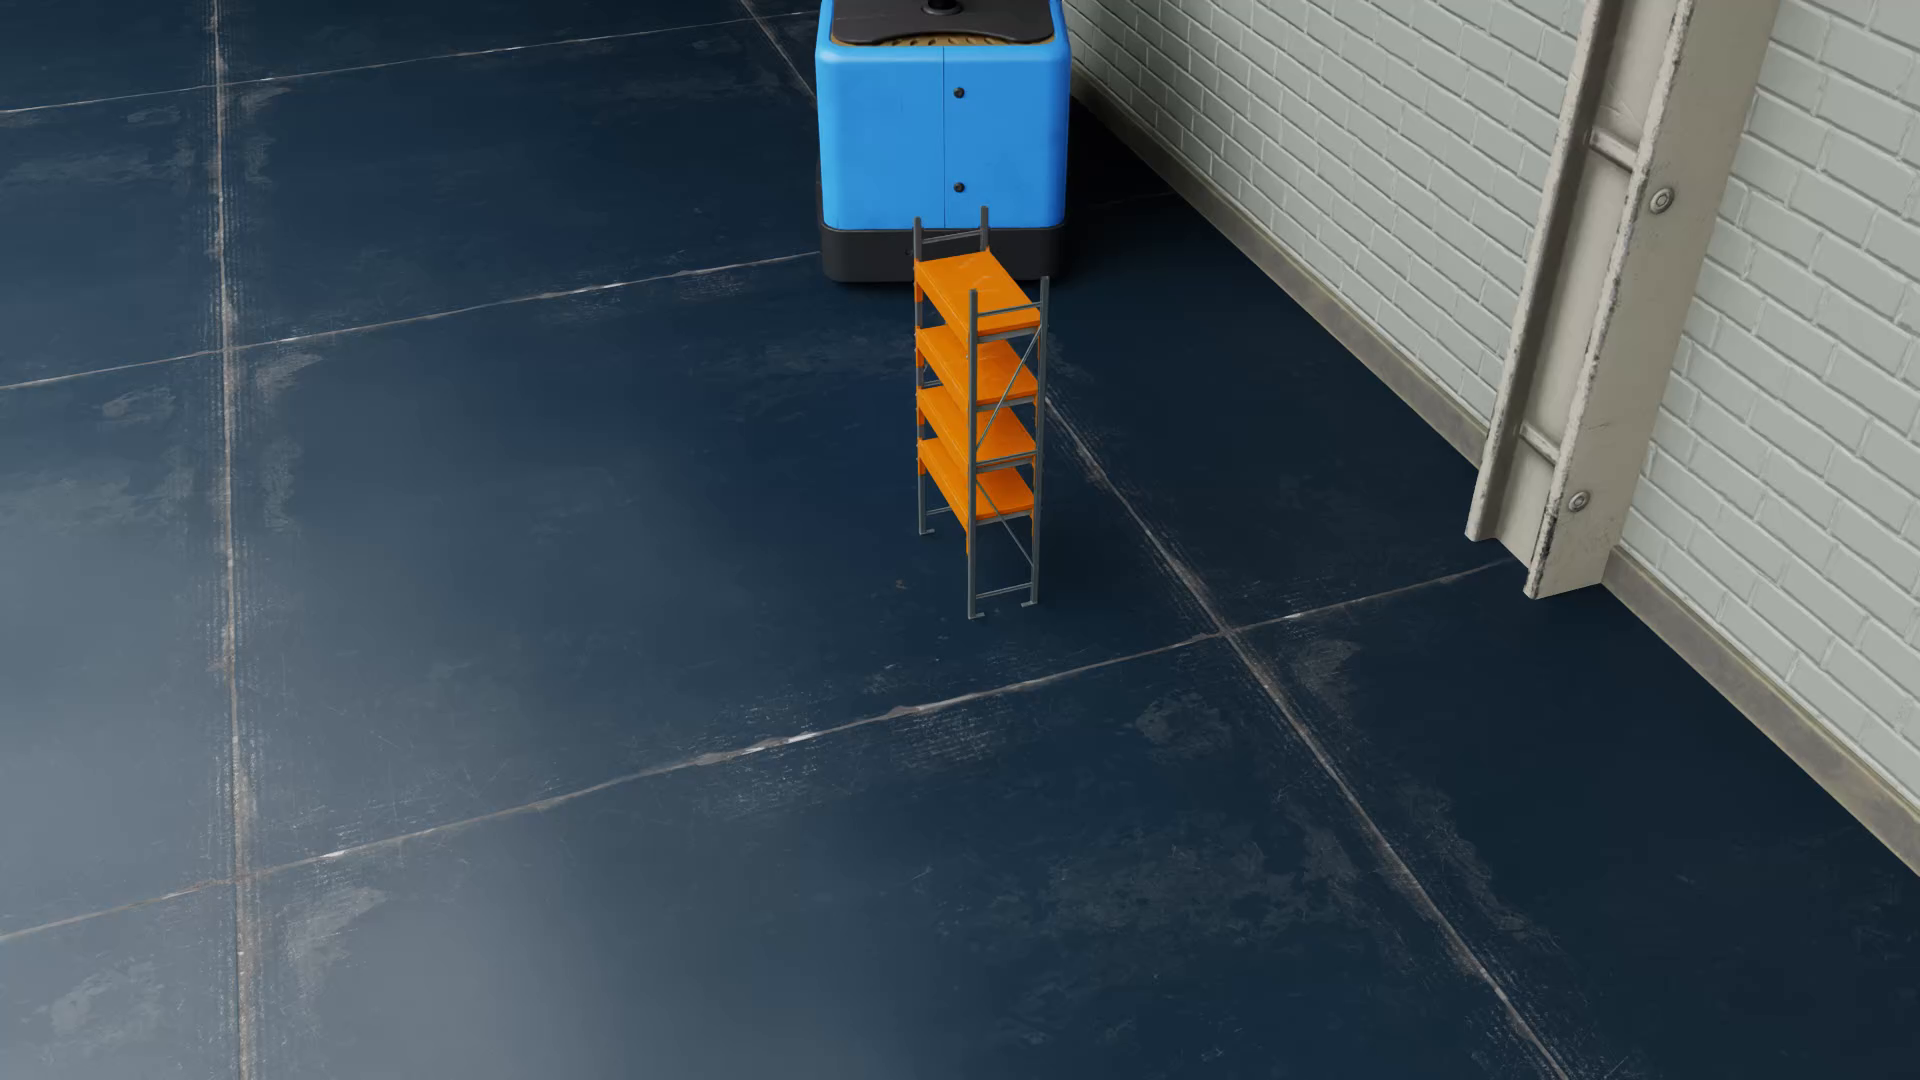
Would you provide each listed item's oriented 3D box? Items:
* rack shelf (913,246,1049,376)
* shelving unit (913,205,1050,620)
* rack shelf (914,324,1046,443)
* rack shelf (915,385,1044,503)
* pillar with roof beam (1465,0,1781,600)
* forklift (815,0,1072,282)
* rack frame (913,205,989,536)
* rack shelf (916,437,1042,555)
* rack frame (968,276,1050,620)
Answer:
[{"bbox_3d":[0.057,-0.700,5.028,0.258,0.148,0.480,-12,39,-16],"label":"rack shelf"},{"bbox_3d":[0.057,-0.386,5.265,0.258,1.200,0.503,-12,39,-16],"label":"shelving unit"},{"bbox_3d":[0.057,-0.511,5.171,0.258,0.148,0.480,-12,39,-16],"label":"rack shelf"},{"bbox_3d":[0.057,-0.332,5.305,0.258,0.148,0.480,-12,39,-16],"label":"rack shelf"},{"bbox_3d":[-2.078,-2.649,1.787,9.100,9.000,0.400,-12,39,-16],"label":"pillar with roof beam"},{"bbox_3d":[-0.100,-3.129,7.468,1.130,2.935,3.031,-1,37,-1],"label":"forklift"},{"bbox_3d":[-0.027,-0.524,5.448,0.240,1.200,0.015,-12,39,-16],"label":"rack frame"},{"bbox_3d":[0.057,-0.173,5.425,0.258,0.148,0.480,-12,39,-16],"label":"rack shelf"},{"bbox_3d":[0.141,-0.248,5.082,0.240,1.200,0.015,-12,39,-16],"label":"rack frame"}]
